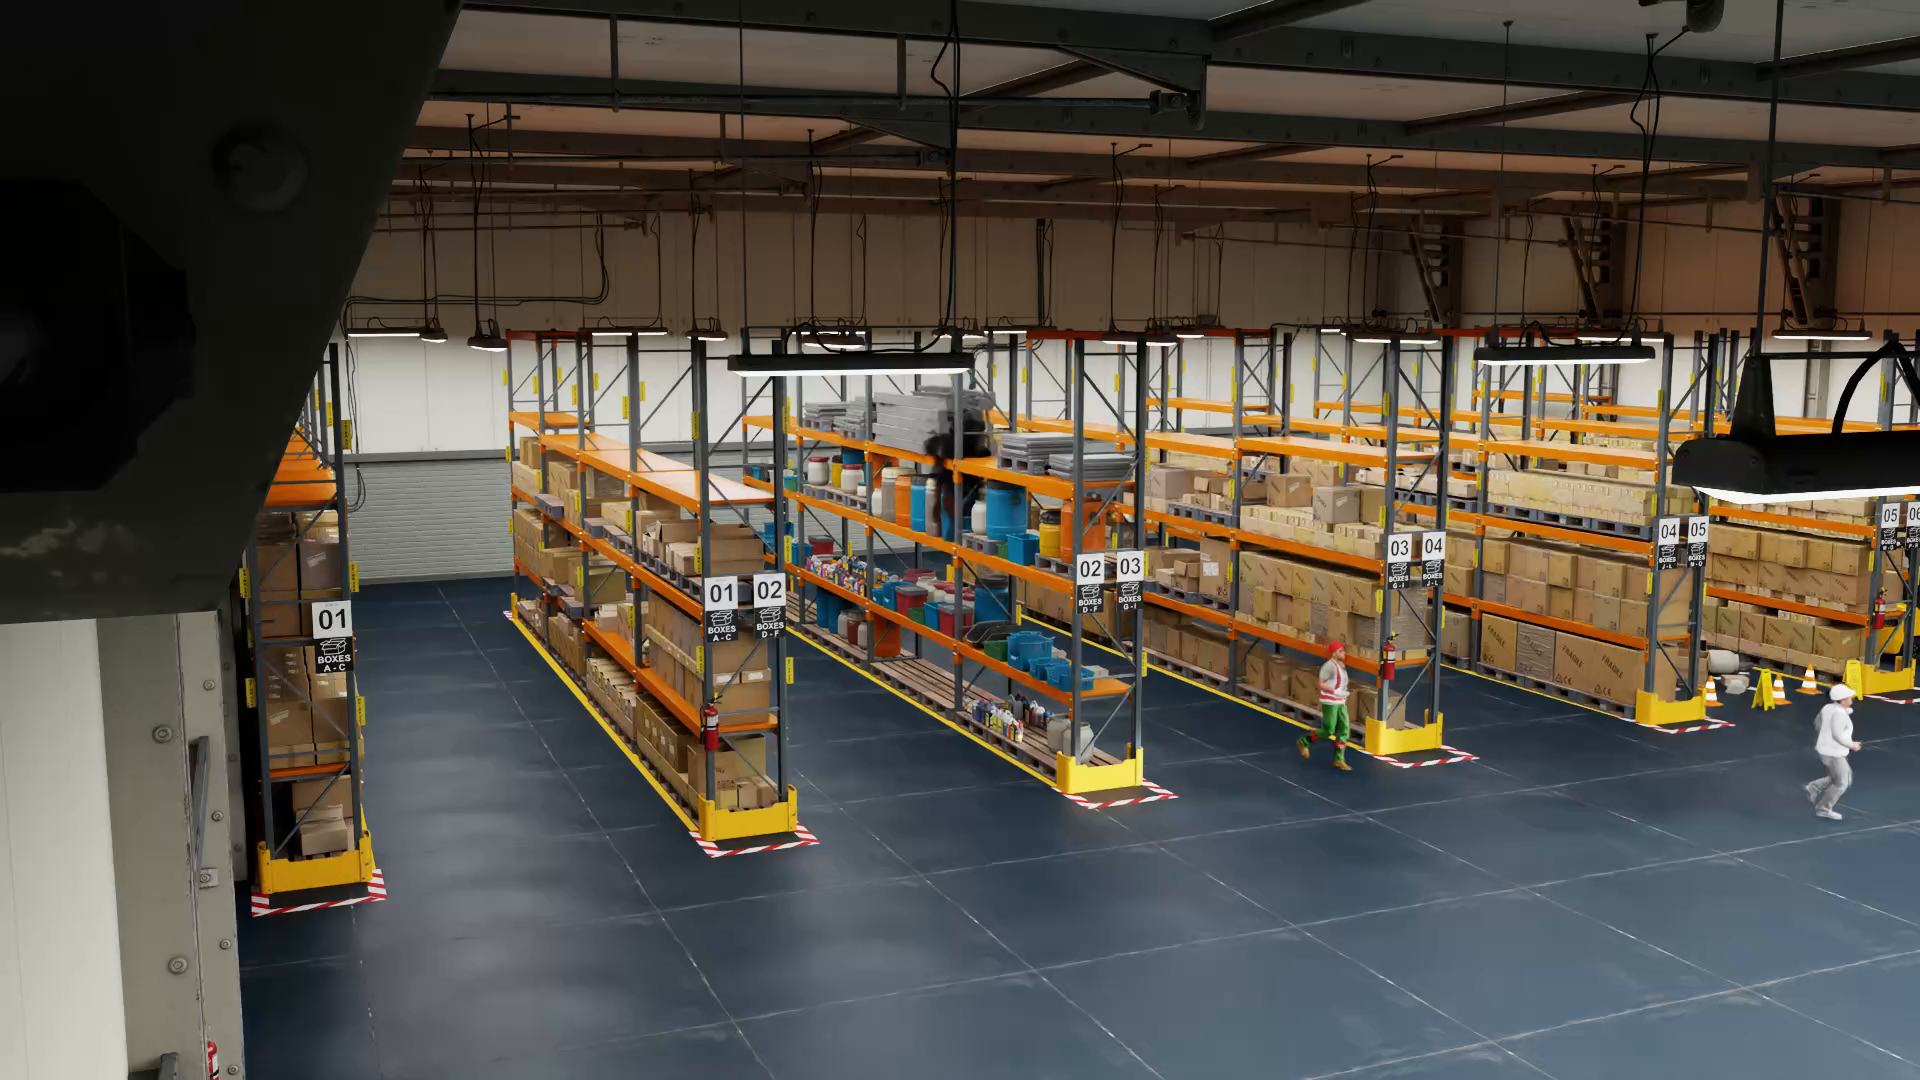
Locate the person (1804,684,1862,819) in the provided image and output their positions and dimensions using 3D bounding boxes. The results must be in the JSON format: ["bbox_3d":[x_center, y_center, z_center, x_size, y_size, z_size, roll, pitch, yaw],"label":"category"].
[{"bbox_3d":[10.960,2.656,20.849,0.572,1.731,0.672,2,8,15],"label":"person"}]

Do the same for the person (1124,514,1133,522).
[{"bbox_3d":[4.103,-0.182,41.259,0.883,1.793,0.732,-5,9,-32],"label":"person"}]

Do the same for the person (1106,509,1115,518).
[{"bbox_3d":[3.665,-0.052,40.969,0.776,1.677,0.553,8,11,44],"label":"person"}]

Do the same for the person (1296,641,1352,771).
[{"bbox_3d":[5.193,2.294,23.371,0.833,1.785,0.672,6,10,38],"label":"person"}]
